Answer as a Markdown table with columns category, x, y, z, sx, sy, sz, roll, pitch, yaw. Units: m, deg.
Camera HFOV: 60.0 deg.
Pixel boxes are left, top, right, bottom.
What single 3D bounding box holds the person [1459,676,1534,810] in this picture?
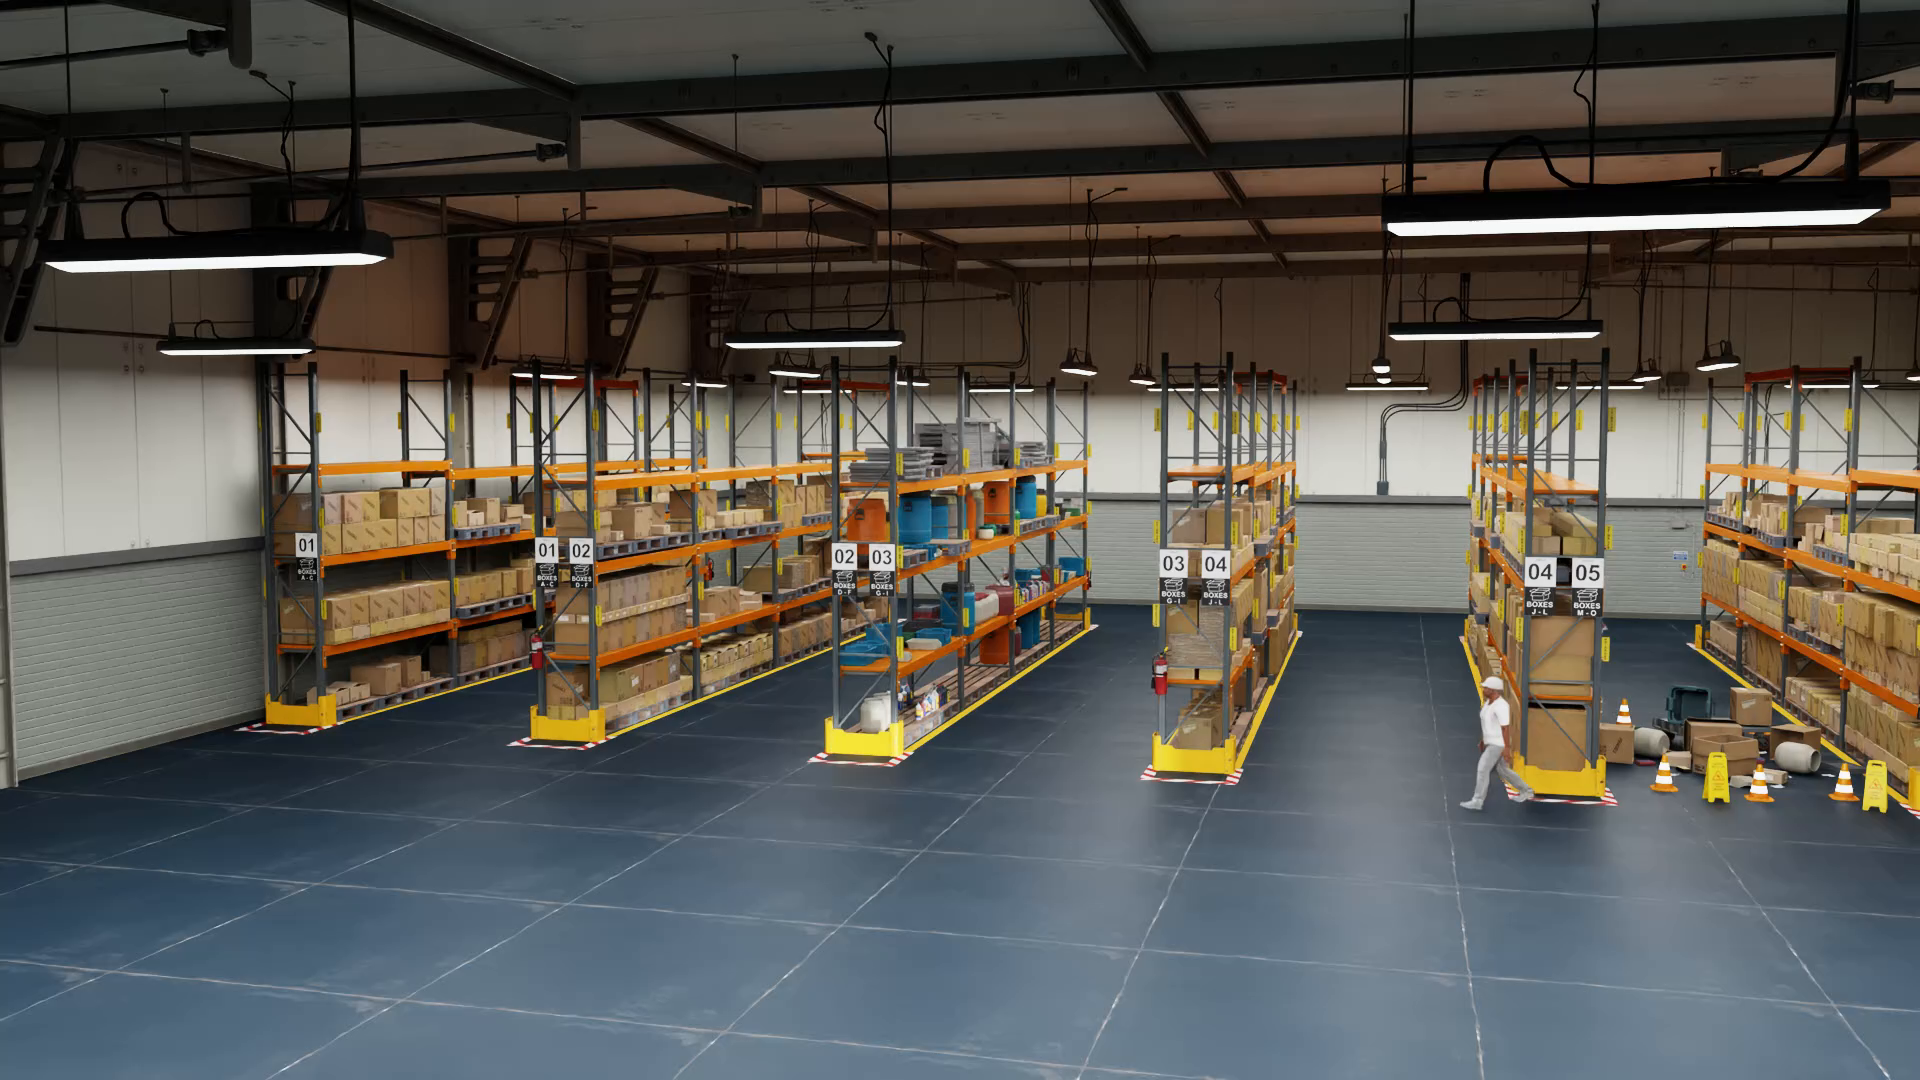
| category | x | y | z | sx | sy | sz | roll | pitch | yaw |
| --- | --- | --- | --- | --- | --- | --- | --- | --- | --- |
| person | 6.960 | 2.594 | 21.525 | 1.026 | 1.671 | 0.625 | 0 | 4 | -2 |

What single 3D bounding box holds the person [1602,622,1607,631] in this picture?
| category | x | y | z | sx | sy | sz | roll | pitch | yaw |
| --- | --- | --- | --- | --- | --- | --- | --- | --- | --- |
| person | 14.713 | 1.436 | 39.026 | 1.004 | 1.628 | 0.441 | 0 | 4 | -2 |

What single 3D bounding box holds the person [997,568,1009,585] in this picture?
| category | x | y | z | sx | sy | sz | roll | pitch | yaw |
| --- | --- | --- | --- | --- | --- | --- | --- | --- | --- |
| person | 1.015 | 1.449 | 38.569 | 0.464 | 1.628 | 0.999 | 2 | 5 | 30 |
